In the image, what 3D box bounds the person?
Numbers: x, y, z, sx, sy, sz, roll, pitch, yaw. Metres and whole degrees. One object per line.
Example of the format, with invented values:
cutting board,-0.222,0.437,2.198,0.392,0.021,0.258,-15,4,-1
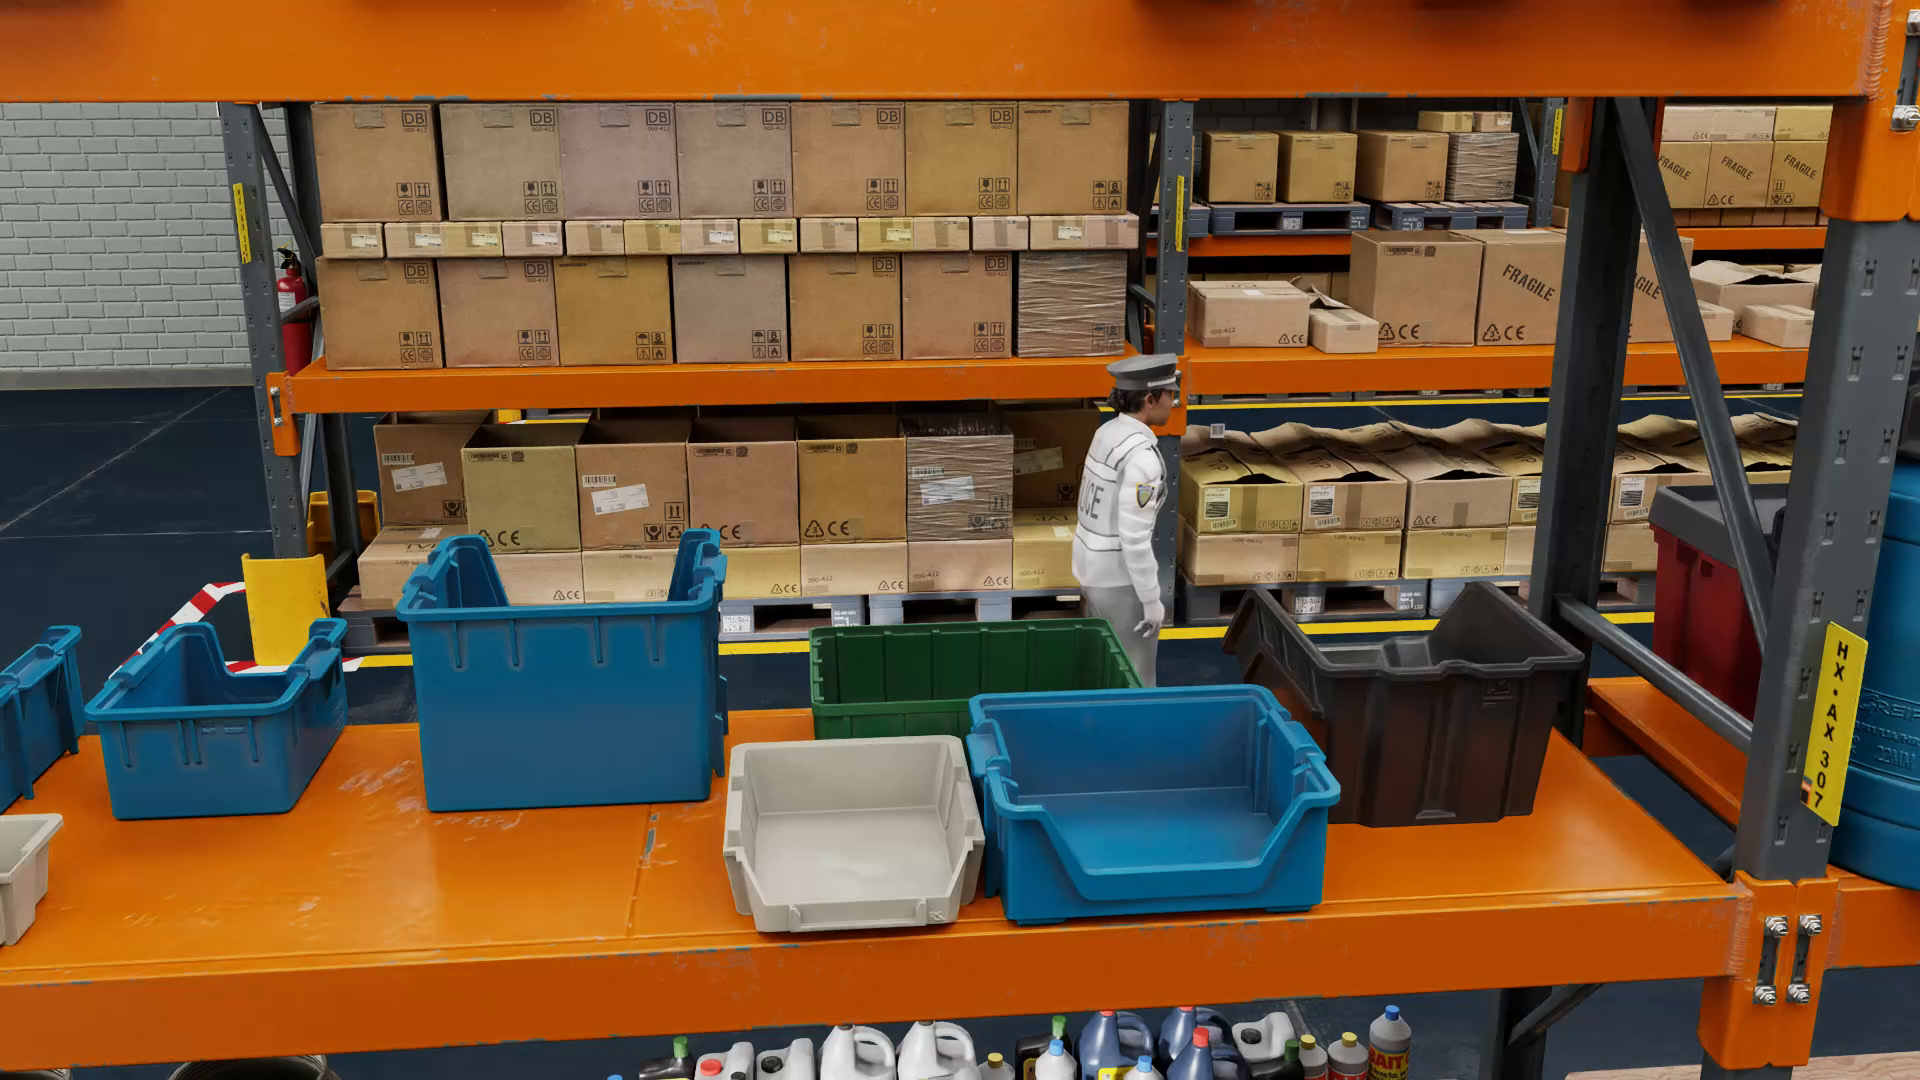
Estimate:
person,0.599,0.157,6.012,0.371,1.666,0.547,-3,17,-9
